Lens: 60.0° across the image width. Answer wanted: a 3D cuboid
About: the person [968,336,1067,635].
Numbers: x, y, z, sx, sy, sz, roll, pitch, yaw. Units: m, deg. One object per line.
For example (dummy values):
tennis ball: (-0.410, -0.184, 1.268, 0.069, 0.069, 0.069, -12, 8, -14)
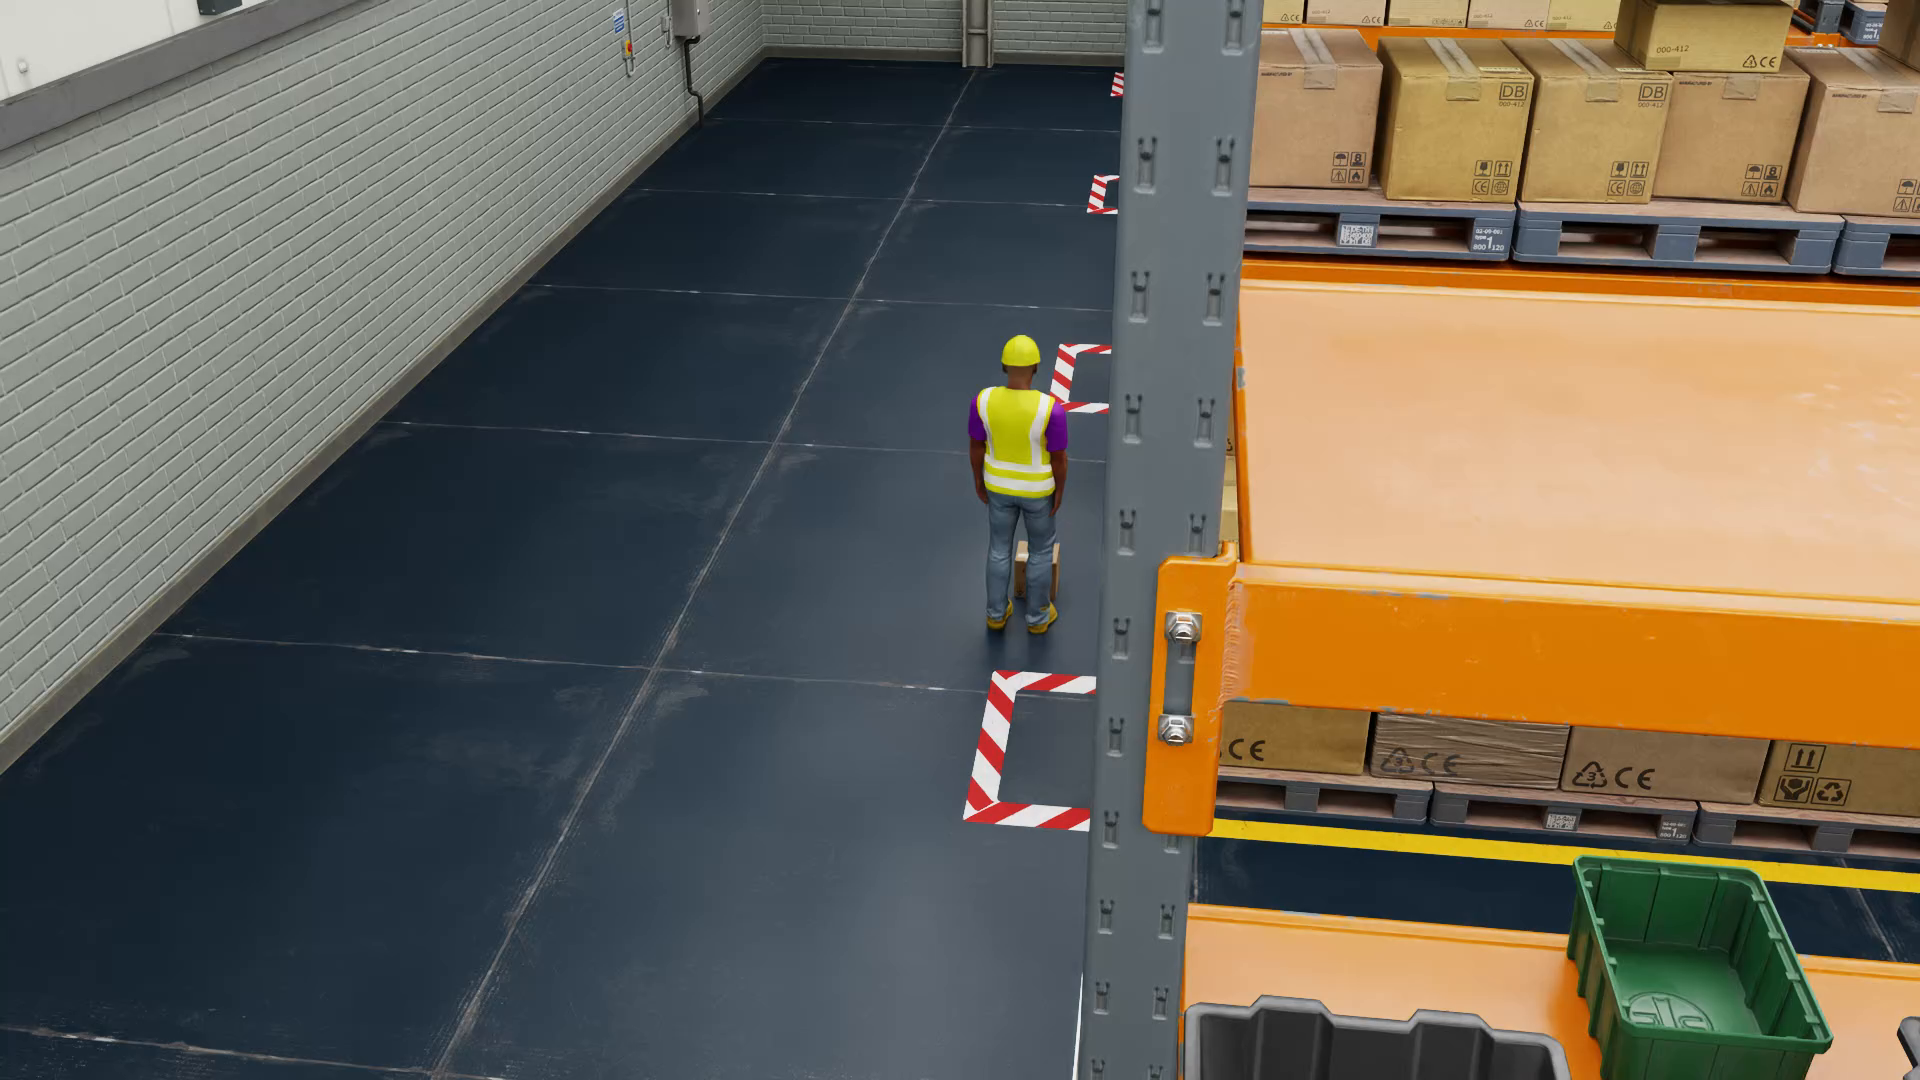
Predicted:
person: (0.329, -0.307, 9.285, 0.565, 1.763, 0.365, 9, 30, 17)
